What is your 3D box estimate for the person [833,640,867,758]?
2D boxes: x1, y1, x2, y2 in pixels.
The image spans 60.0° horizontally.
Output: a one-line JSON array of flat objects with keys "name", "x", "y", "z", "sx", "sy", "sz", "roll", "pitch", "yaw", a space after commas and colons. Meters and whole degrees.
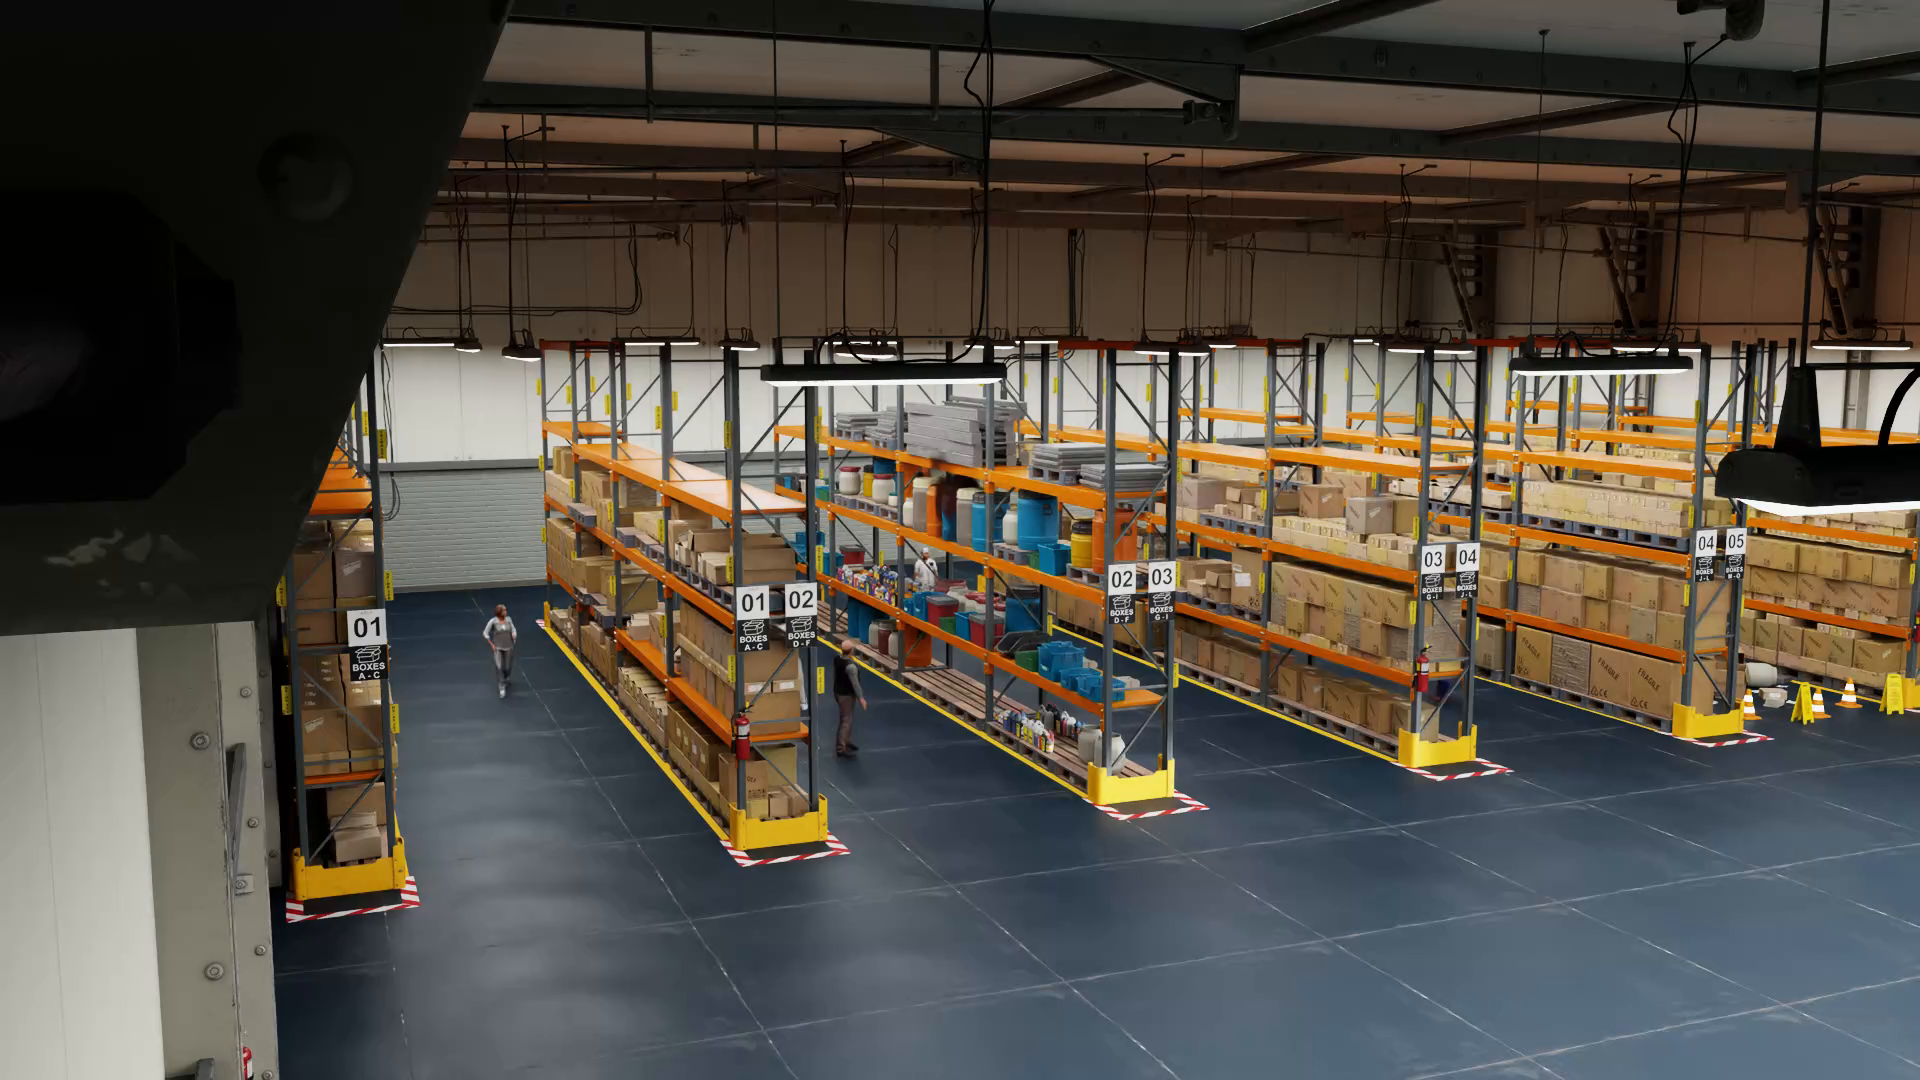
[{"name": "person", "x": -1.645, "y": 2.318, "z": 24.393, "sx": 0.488, "sy": 1.756, "sz": 0.644, "roll": -3, "pitch": 8, "yaw": -19}]

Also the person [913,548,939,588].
[{"name": "person", "x": -0.700, "y": 0.961, "z": 35.134, "sx": 0.499, "sy": 1.615, "sz": 0.981, "roll": -3, "pitch": 8, "yaw": -24}]

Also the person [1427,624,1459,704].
[{"name": "person", "x": 8.119, "y": 1.905, "z": 27.912, "sx": 0.406, "sy": 1.642, "sz": 0.488, "roll": 0, "pitch": 7, "yaw": 0}]

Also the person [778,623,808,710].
[{"name": "person", "x": -2.804, "y": 1.956, "z": 27.361, "sx": 0.415, "sy": 1.612, "sz": 1.014, "roll": -4, "pitch": 9, "yaw": -30}]

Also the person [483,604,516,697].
[{"name": "person", "x": -7.879, "y": 1.870, "z": 28.505, "sx": 0.551, "sy": 1.590, "sz": 0.648, "roll": -2, "pitch": 8, "yaw": -16}]
